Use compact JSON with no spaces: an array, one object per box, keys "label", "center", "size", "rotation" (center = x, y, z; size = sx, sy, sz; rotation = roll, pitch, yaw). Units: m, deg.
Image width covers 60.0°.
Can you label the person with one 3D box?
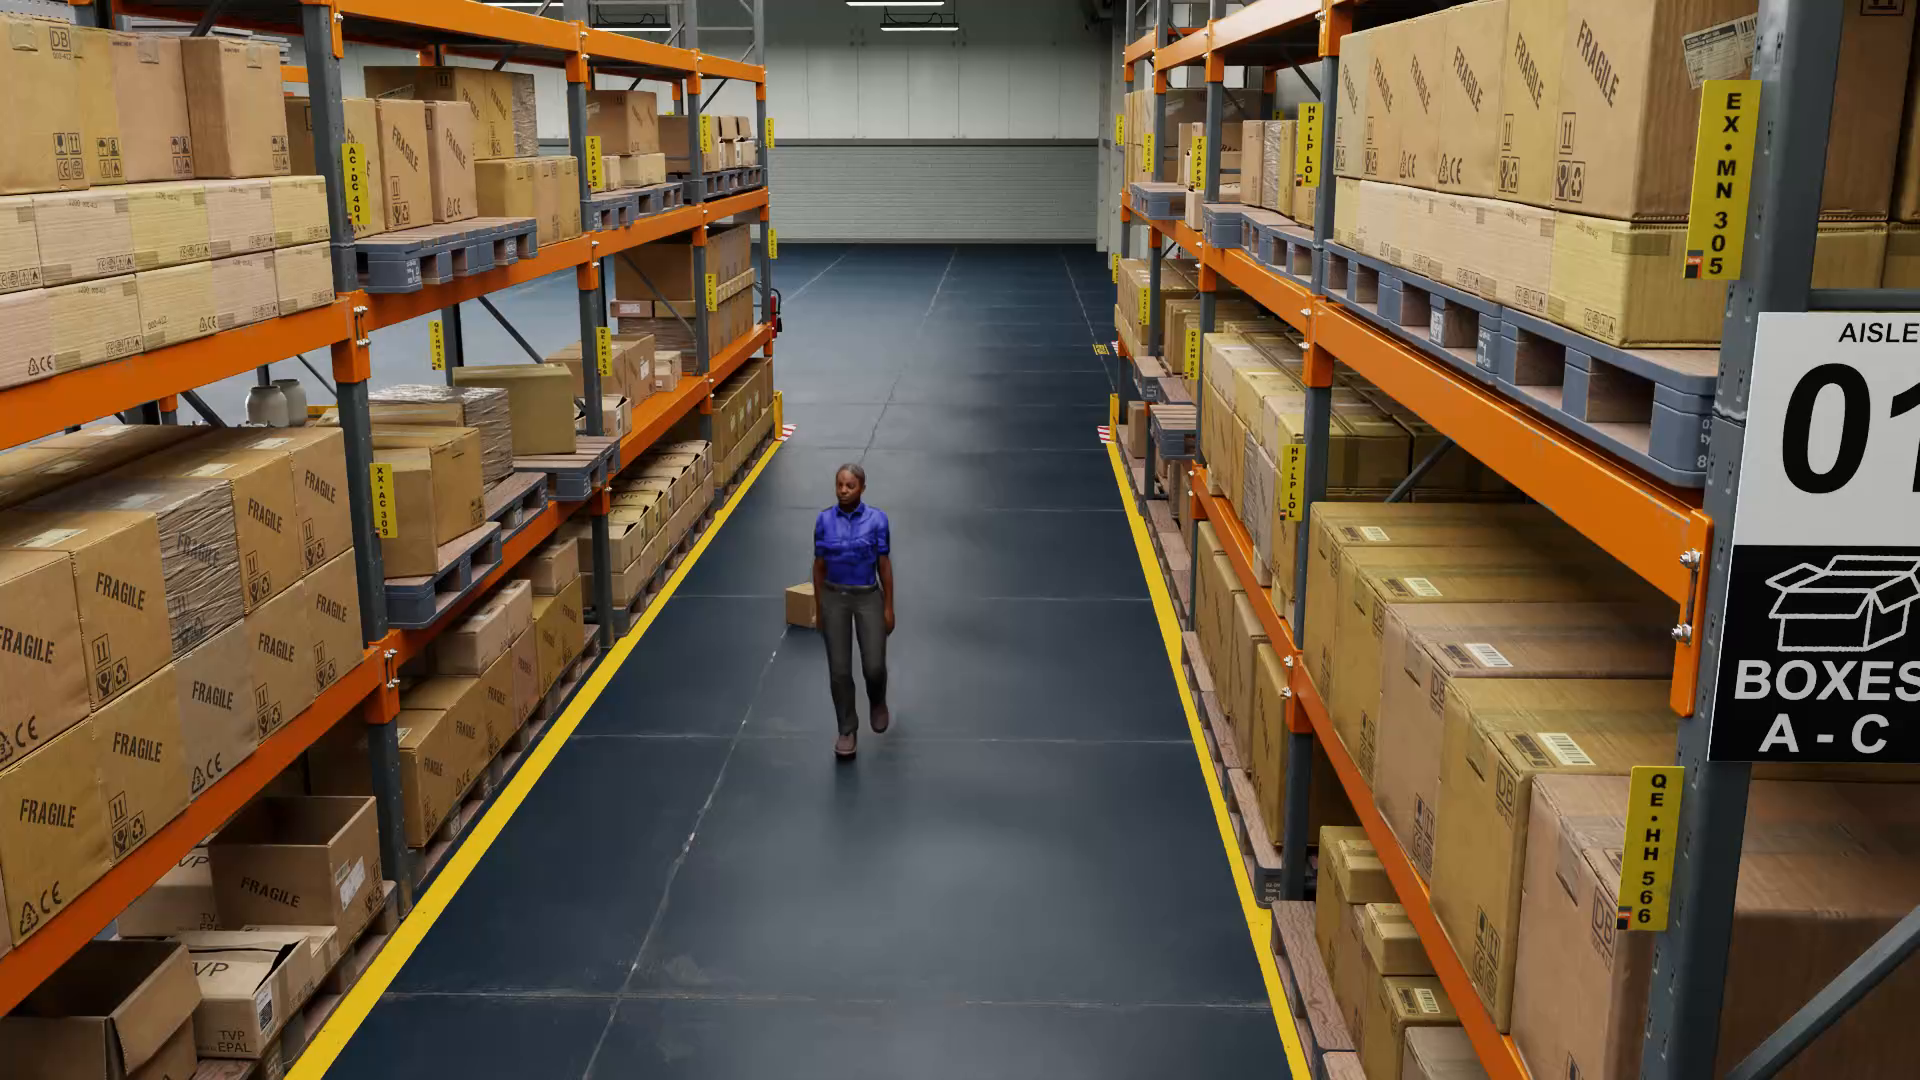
[{"label":"person","center":[-0.599,0.372,9.411],"size":[0.466,1.649,0.482],"rotation":[1,14,5]}]
